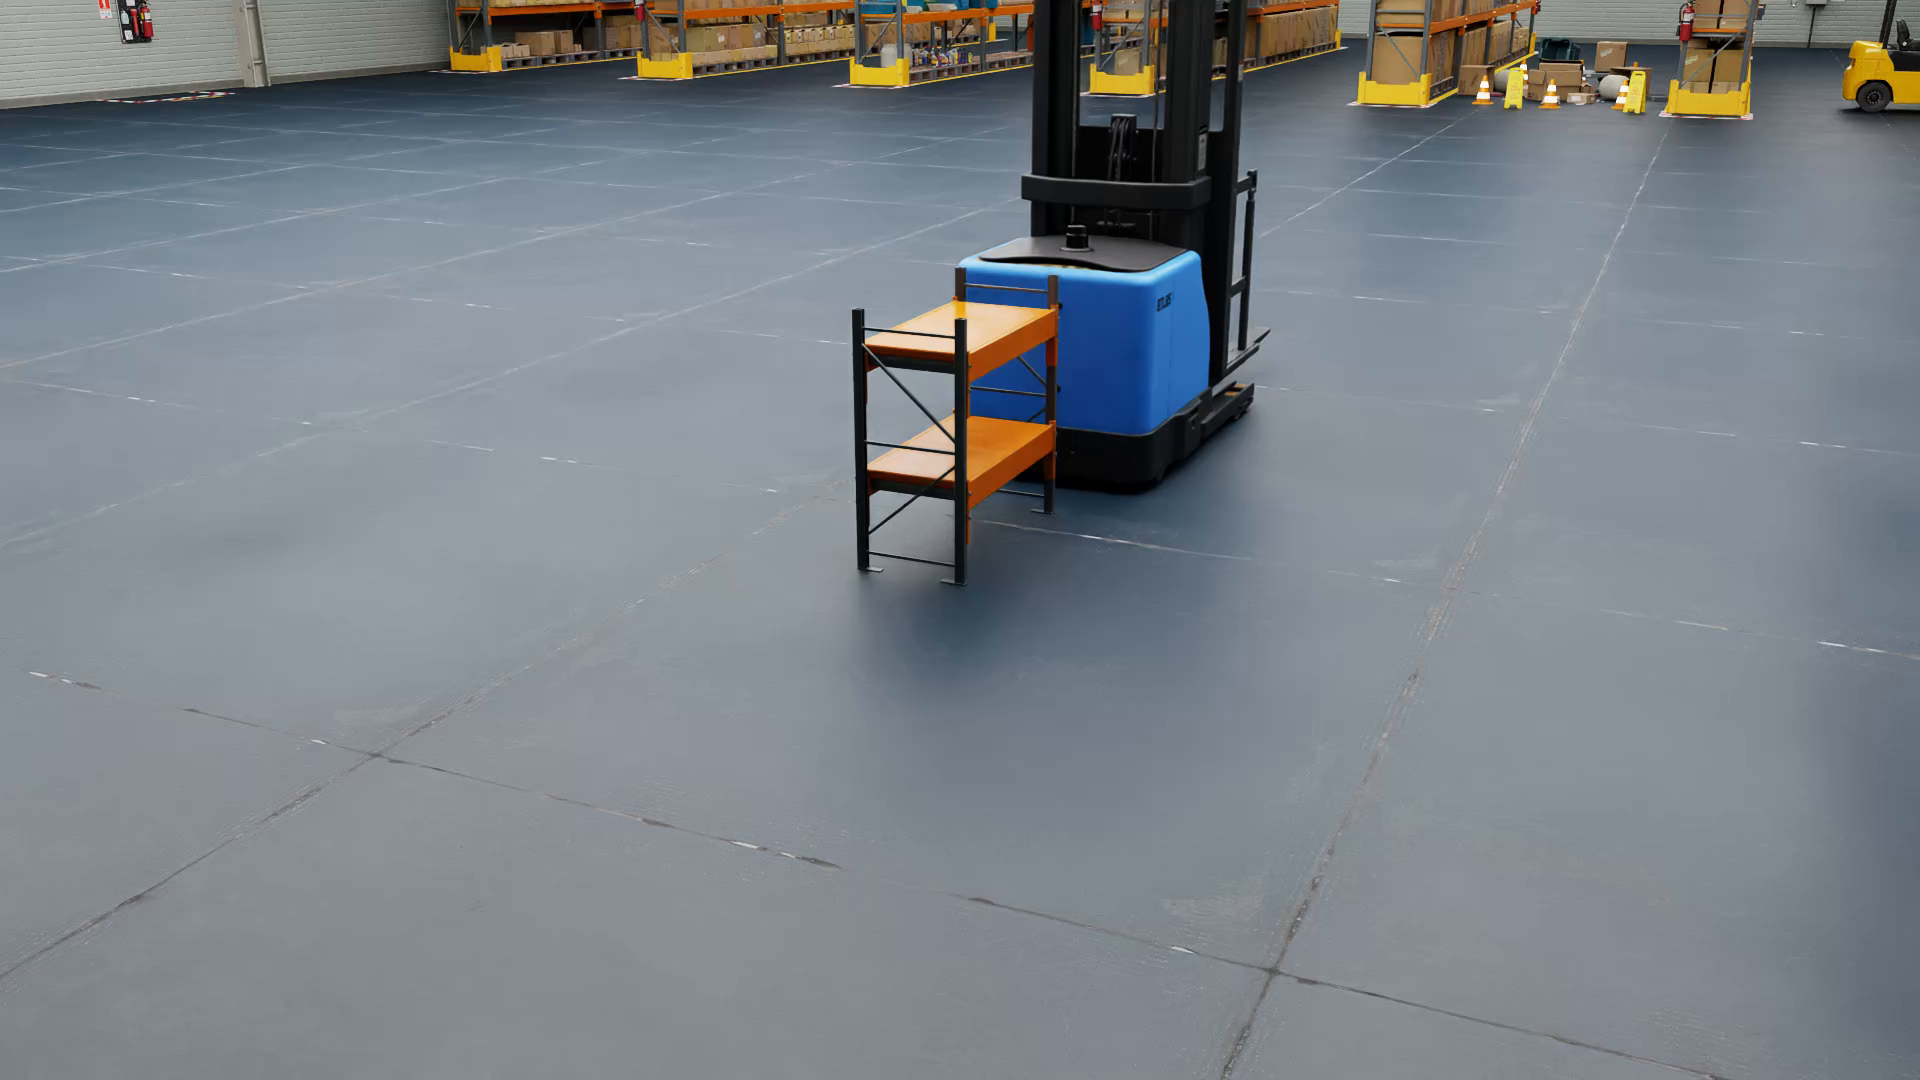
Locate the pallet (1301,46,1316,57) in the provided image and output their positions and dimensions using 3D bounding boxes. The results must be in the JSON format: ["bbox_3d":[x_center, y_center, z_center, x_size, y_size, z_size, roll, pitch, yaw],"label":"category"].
[{"bbox_3d":[8.253,-12.206,41.476,1.003,0.211,1.213,9,21,23],"label":"pallet"}]

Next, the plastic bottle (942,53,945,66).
[{"bbox_3d":[-0.354,-9.878,34.184,0.097,0.271,0.097,0,20,0],"label":"plastic bottle"}]

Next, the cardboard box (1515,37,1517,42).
[{"bbox_3d":[13.130,-11.981,39.864,0.380,0.149,0.250,10,22,25],"label":"cardboard box"}]

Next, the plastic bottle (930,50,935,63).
[{"bbox_3d":[-0.583,-10.204,35.098,0.097,0.271,0.097,0,20,0],"label":"plastic bottle"}]

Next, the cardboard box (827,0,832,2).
[{"bbox_3d":[-3.275,-12.920,39.697,0.380,0.149,0.250,10,22,27],"label":"cardboard box"}]

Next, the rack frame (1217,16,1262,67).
[{"bbox_3d":[6.232,-12.076,36.947,1.000,3.000,0.127,9,21,23],"label":"rack frame"}]

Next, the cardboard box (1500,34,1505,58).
[{"bbox_3d":[11.856,-11.033,37.120,0.500,0.500,0.500,8,21,22],"label":"cardboard box"}]

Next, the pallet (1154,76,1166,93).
[{"bbox_3d":[3.352,-8.583,31.288,1.003,0.211,1.213,9,21,23],"label":"pallet"}]

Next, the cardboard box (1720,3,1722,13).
[{"bbox_3d":[12.385,-8.966,27.611,0.500,0.500,0.500,8,21,22],"label":"cardboard box"}]

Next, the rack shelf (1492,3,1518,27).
[{"bbox_3d":[11.535,-11.637,36.786,1.077,0.370,4.000,9,21,23],"label":"rack shelf"}]

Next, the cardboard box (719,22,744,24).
[{"bbox_3d":[-5.115,-11.216,36.888,0.500,0.500,0.500,9,21,23],"label":"cardboard box"}]

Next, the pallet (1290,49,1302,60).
[{"bbox_3d":[7.623,-11.738,40.160,1.003,0.211,1.213,9,21,23],"label":"pallet"}]

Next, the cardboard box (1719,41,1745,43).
[{"bbox_3d":[13.638,-8.531,29.338,0.500,0.500,0.500,8,21,22],"label":"cardboard box"}]

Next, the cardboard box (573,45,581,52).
[{"bbox_3d":[-9.155,-11.596,39.172,0.380,0.166,0.250,6,20,16],"label":"cardboard box"}]

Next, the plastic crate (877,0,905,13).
[{"bbox_3d":[-1.359,-10.631,33.108,0.499,0.251,0.408,9,21,23],"label":"plastic crate"}]

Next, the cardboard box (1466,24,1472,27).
[{"bbox_3d":[10.757,-10.983,35.858,0.500,0.250,0.500,8,21,21],"label":"cardboard box"}]

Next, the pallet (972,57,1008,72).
[{"bbox_3d":[0.362,-10.464,36.577,1.003,0.211,1.213,9,21,23],"label":"pallet"}]

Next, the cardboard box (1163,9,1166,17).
[{"bbox_3d":[3.610,-9.793,30.905,0.380,0.149,0.250,9,21,23],"label":"cardboard box"}]

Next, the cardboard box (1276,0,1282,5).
[{"bbox_3d":[7.095,-12.549,38.129,0.500,0.500,0.500,8,21,22],"label":"cardboard box"}]

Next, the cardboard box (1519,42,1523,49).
[{"bbox_3d":[13.500,-12.069,40.556,0.380,0.149,0.250,9,21,24],"label":"cardboard box"}]

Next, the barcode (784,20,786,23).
[{"bbox_3d":[-3.958,-11.716,37.577,0.001,0.075,0.075,9,21,23],"label":"barcode"}]

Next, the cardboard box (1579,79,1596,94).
[{"bbox_3d":[11.343,-8.250,30.271,0.258,0.266,0.396,-5,20,-15],"label":"cardboard box"}]

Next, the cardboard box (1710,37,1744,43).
[{"bbox_3d":[15.632,-10.112,33.971,0.875,0.875,0.875,8,21,22],"label":"cardboard box"}]

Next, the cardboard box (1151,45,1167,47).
[{"bbox_3d":[3.984,-9.379,32.470,0.500,0.500,0.500,7,21,18],"label":"cardboard box"}]

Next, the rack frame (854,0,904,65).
[{"bbox_3d":[-1.562,-10.310,31.982,1.000,3.000,0.127,9,21,23],"label":"rack frame"}]

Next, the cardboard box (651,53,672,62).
[{"bbox_3d":[-6.130,-10.097,34.861,0.500,0.250,0.500,9,21,23],"label":"cardboard box"}]

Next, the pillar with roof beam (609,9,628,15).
[{"bbox_3d":[-4.719,-16.072,39.231,9.100,9.000,0.400,9,21,23],"label":"pillar with roof beam"}]

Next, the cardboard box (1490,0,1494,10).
[{"bbox_3d":[10.776,-11.237,34.439,0.500,0.500,0.500,9,21,23],"label":"cardboard box"}]

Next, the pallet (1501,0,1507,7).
[{"bbox_3d":[11.489,-11.884,36.696,1.003,0.211,1.213,9,21,23],"label":"pallet"}]

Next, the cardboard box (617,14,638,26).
[{"bbox_3d":[-8.290,-12.797,40.929,0.500,0.250,0.500,8,21,21],"label":"cardboard box"}]

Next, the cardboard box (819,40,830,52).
[{"bbox_3d":[-3.421,-11.675,39.298,0.500,0.250,0.500,9,21,24],"label":"cardboard box"}]

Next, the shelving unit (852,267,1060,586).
[{"bbox_3d":[0.003,-0.532,7.286,0.538,1.125,1.048,9,21,23],"label":"shelving unit"}]

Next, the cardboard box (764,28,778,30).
[{"bbox_3d":[-4.330,-11.703,38.539,0.500,0.311,0.500,9,22,24],"label":"cardboard box"}]

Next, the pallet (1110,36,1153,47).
[{"bbox_3d":[4.616,-13.640,45.508,1.003,0.211,1.213,9,21,23],"label":"pallet"}]

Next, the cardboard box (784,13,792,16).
[{"bbox_3d":[-4.980,-14.957,47.186,0.380,0.149,0.250,9,22,25],"label":"cardboard box"}]

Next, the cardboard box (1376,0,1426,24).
[{"bbox_3d":[7.550,-9.109,28.381,0.875,0.550,0.550,9,21,23],"label":"cardboard box"}]

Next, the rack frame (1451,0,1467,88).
[{"bbox_3d":[9.078,-10.141,31.508,1.000,3.000,0.127,9,21,23],"label":"rack frame"}]

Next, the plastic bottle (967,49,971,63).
[{"bbox_3d":[0.179,-10.268,35.260,0.061,0.283,0.133,10,22,25],"label":"plastic bottle"}]

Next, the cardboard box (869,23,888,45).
[{"bbox_3d":[-2.148,-12.726,41.851,0.500,0.500,0.500,8,21,21],"label":"cardboard box"}]

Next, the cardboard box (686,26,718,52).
[{"bbox_3d":[-5.454,-10.533,34.966,0.500,0.500,0.500,9,21,23],"label":"cardboard box"}]

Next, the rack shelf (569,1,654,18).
[{"bbox_3d":[-8.144,-13.164,41.082,1.077,0.370,4.000,9,21,23],"label":"rack shelf"}]

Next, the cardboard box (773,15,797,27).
[{"bbox_3d":[-5.078,-14.725,47.501,0.700,0.500,0.500,8,21,22],"label":"cardboard box"}]

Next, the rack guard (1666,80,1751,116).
[{"bbox_3d":[12.028,-7.116,26.731,1.175,0.500,0.348,9,21,23],"label":"rack guard"}]

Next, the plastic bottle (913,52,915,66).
[{"bbox_3d":[-0.985,-9.918,34.276,0.061,0.283,0.133,9,21,23],"label":"plastic bottle"}]

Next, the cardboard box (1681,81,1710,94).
[{"bbox_3d":[12.093,-7.464,27.457,0.500,0.250,0.500,8,21,22],"label":"cardboard box"}]

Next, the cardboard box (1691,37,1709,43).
[{"bbox_3d":[12.282,-8.310,27.749,0.380,0.149,0.250,9,21,24],"label":"cardboard box"}]

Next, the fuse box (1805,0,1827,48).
[{"bbox_3d":[22.694,-13.948,44.136,0.539,1.711,0.414,9,21,23],"label":"fuse box"}]

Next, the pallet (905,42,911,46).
[{"bbox_3d":[-1.963,-12.717,42.912,1.003,0.211,1.213,9,21,23],"label":"pallet"}]

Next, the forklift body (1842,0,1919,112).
[{"bbox_3d":[15.639,-8.020,26.811,2.313,2.155,1.214,9,21,23],"label":"forklift body"}]

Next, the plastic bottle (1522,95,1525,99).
[{"bbox_3d":[9.889,-7.839,29.421,0.133,0.061,0.283,1,20,4],"label":"plastic bottle"}]

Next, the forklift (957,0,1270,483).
[{"bbox_3d":[1.039,-2.108,9.022,1.130,2.935,3.031,9,21,23],"label":"forklift"}]
